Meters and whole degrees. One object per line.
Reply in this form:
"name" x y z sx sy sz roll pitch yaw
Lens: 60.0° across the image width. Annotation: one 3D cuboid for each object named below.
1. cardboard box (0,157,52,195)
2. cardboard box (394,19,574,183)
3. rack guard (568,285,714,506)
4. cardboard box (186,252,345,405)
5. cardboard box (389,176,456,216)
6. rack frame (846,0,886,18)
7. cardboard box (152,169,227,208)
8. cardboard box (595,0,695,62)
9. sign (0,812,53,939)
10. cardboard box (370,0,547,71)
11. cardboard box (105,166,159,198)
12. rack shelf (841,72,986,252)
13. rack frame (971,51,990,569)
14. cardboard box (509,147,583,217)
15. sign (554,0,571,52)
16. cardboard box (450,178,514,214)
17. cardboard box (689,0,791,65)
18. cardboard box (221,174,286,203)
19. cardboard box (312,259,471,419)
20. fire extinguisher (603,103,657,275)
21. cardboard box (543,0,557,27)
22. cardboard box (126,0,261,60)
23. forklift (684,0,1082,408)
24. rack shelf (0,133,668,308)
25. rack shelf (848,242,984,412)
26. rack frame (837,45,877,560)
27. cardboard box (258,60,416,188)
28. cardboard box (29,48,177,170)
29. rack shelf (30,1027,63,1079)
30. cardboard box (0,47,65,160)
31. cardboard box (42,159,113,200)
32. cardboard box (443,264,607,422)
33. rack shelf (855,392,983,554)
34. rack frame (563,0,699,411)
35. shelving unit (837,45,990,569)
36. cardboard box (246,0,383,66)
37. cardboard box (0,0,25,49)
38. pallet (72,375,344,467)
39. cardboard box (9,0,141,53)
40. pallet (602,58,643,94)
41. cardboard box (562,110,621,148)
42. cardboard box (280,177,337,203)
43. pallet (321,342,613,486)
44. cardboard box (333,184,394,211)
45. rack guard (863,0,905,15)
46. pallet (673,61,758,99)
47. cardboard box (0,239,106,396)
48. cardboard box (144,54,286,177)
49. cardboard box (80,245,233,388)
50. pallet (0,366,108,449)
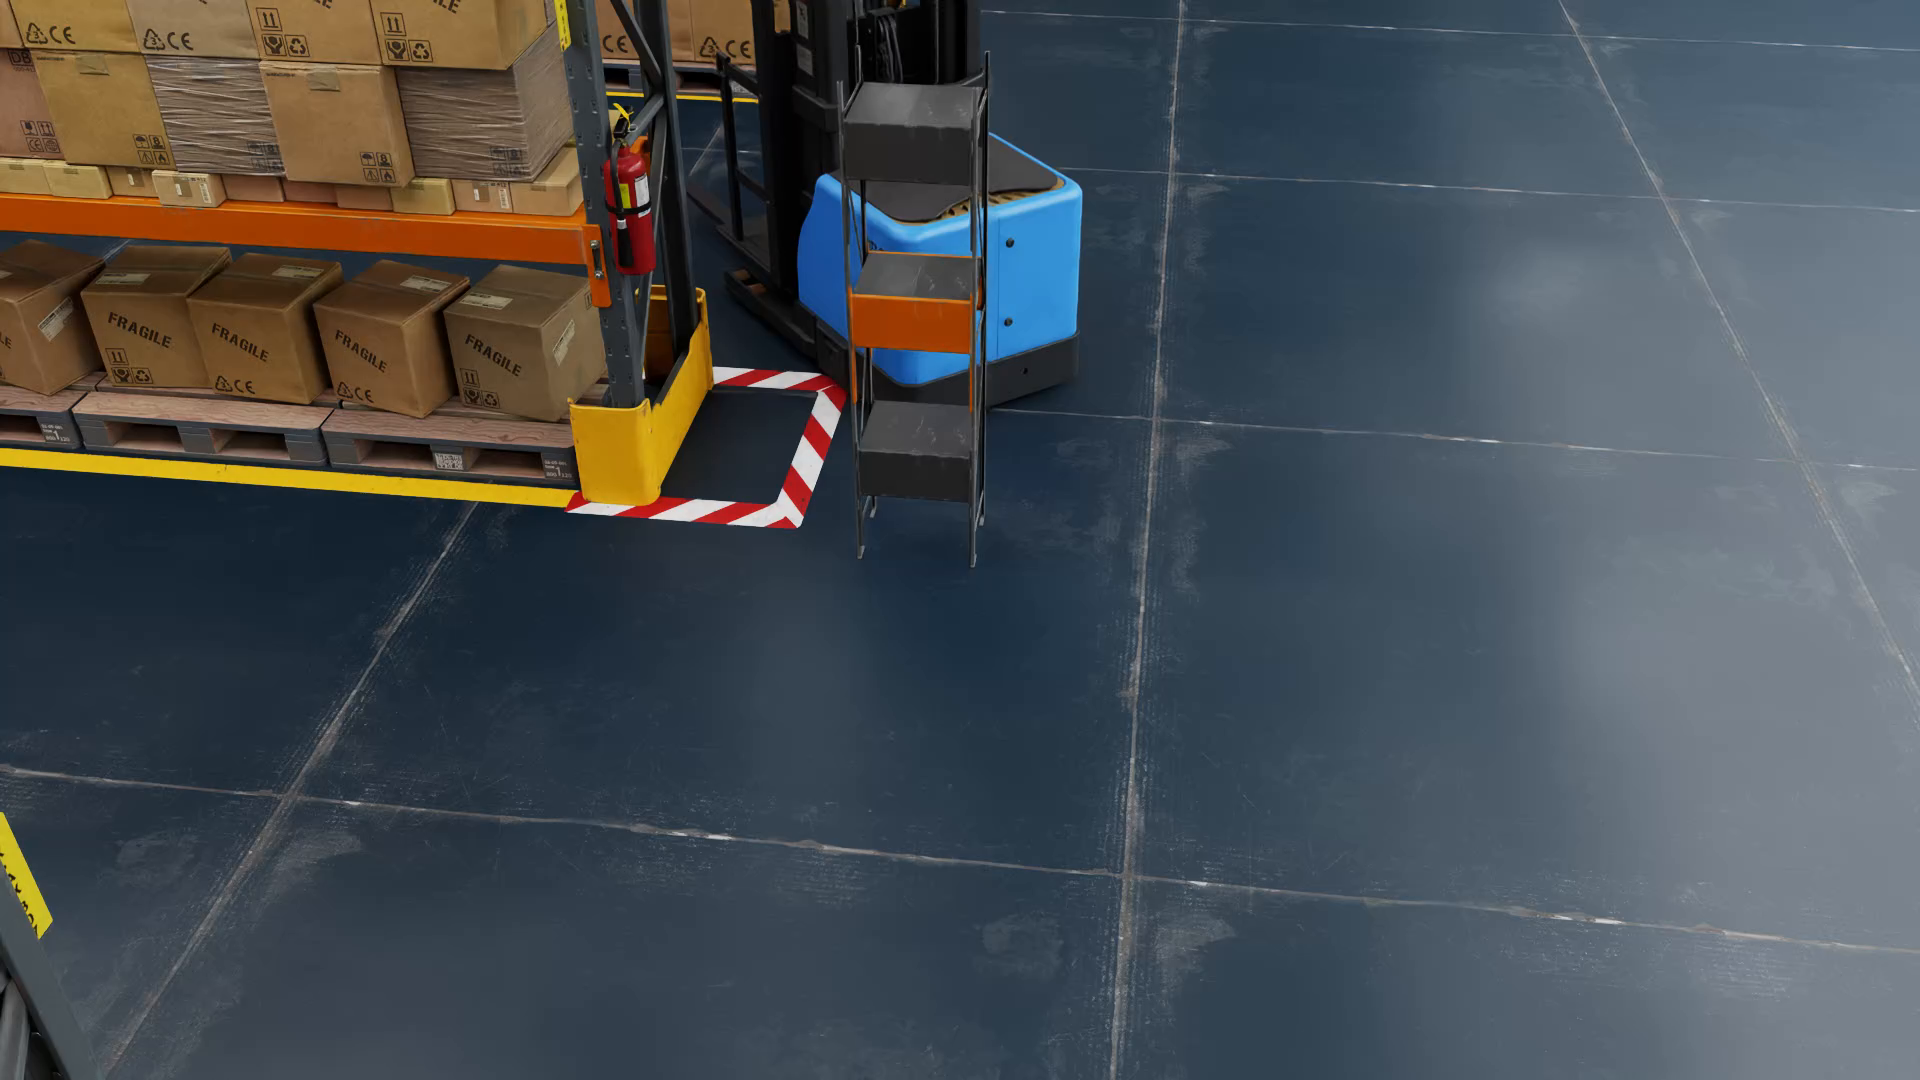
"cardboard box" -3.947 -1.638 7.180 0.250 0.149 0.380 4 36 6
"cardboard box" -1.939 -1.930 7.031 0.500 0.500 0.875 4 36 6
"rack guard" -1.473 -0.700 7.801 0.348 0.500 1.175 4 36 6
"cardboard box" -3.230 -1.003 7.864 0.500 0.500 0.500 7 36 10
"cardboard box" -2.209 -1.520 7.014 0.250 0.149 0.380 4 36 6
"rack frame" -0.665 -4.563 11.061 0.127 3.000 1.000 4 36 6
"cardboard box" -3.207 -1.563 7.074 0.250 0.149 0.380 4 36 6
"cardboard box" -2.219 -3.945 11.663 0.875 0.875 0.875 4 36 5
"sign" -1.954 0.712 3.432 0.005 0.325 0.100 4 36 6
"cardboard box" -1.974 -2.179 6.519 0.500 0.500 0.500 4 36 6
"cardboard box" -3.446 -1.621 7.156 0.250 0.149 0.380 4 36 6
"rack shelf" -0.164 -1.426 6.258 0.480 0.518 0.431 4 36 6
"rack frame" 0.078 -0.849 6.632 0.015 2.100 0.400 4 36 6
"cardboard box" -1.706 -1.512 7.003 0.250 0.149 0.380 4 36 6
"sign" -1.488 -1.994 6.193 0.005 0.325 0.100 4 36 6
"cardboard box" -1.954 -1.531 7.029 0.250 0.149 0.380 4 36 6
"cardboard box" -1.346 -3.881 11.573 0.875 0.875 0.875 4 36 6
"cardboard box" -2.948 -1.595 7.119 0.250 0.149 0.380 4 36 6
"cardboard box" -2.612 -0.946 7.784 0.500 0.500 0.500 14 38 18
"fire extinguisher" -1.342 -1.407 6.706 0.183 0.674 0.296 4 36 6
"cardboard box" -1.908 -2.479 6.938 0.500 0.500 0.500 4 36 6
"cardboard box" -2.967 -2.251 6.620 0.500 0.500 0.500 4 36 6
"forklift" -0.624 -2.536 8.280 1.130 2.935 3.031 -20 40 -26
"rack shelf" -3.381 -1.567 7.483 4.000 0.370 1.077 4 36 6
"rack shelf" -0.164 -0.856 6.665 0.480 0.518 0.431 4 36 6
"rack frame" -0.406 -0.885 6.683 0.015 2.100 0.400 4 36 6
"cardboard box" -2.450 -1.898 6.986 0.500 0.500 0.875 4 36 6
"cardboard box" -3.435 -2.004 7.134 0.500 0.500 0.875 4 36 6
"rack shelf" -4.012 1.286 3.485 4.000 0.370 1.077 4 36 6
"cardboard box" -3.926 -2.065 7.219 0.500 0.500 0.875 4 36 6
"cardboard box" -3.700 -1.613 7.145 0.250 0.149 0.380 4 36 6
"cardboard box" -2.014 -0.922 7.749 0.500 0.500 0.500 11 37 15
"rack shelf" -0.164 -0.286 7.072 0.480 0.518 0.431 4 36 6
"rack frame" -1.397 -1.712 7.067 0.127 3.000 1.000 4 36 6
"shelving unit" -0.164 -0.867 6.657 0.503 2.100 0.431 4 36 6
"cardboard box" -2.471 -2.213 6.566 0.500 0.500 0.500 4 36 6
"cardboard box" -3.959 -2.324 6.721 0.500 0.500 0.500 4 36 6
"pallet" -3.481 -0.755 8.126 1.213 0.211 1.003 4 36 6
"cardboard box" -3.461 -2.293 6.678 0.500 0.500 0.500 4 36 6
"pallet" -2.675 -3.533 12.019 1.213 0.211 1.003 4 36 6
"cardboard box" -1.650 -1.768 7.362 0.250 0.149 0.380 4 36 6
"cardboard box" -2.697 -1.590 7.111 0.250 0.149 0.380 4 36 6
"pallet" -2.274 -0.663 7.998 1.213 0.211 1.003 4 36 6
"cardboard box" -2.455 -1.547 7.052 0.250 0.149 0.380 4 36 6
"rack guard" -0.641 -3.543 11.785 0.348 0.500 1.175 4 36 6
"pallet" -1.468 -3.442 11.891 1.213 0.211 1.003 4 36 6
"cardboard box" -4.404 -1.071 7.959 0.500 0.500 0.500 16 38 21
"cardboard box" -2.941 -1.960 7.072 0.500 0.500 0.875 4 36 6
"cardboard box" -3.778 -1.070 7.958 0.500 0.500 0.500 1 36 2
"pallet" -4.694 -0.844 8.251 1.213 0.211 1.003 4 36 6
